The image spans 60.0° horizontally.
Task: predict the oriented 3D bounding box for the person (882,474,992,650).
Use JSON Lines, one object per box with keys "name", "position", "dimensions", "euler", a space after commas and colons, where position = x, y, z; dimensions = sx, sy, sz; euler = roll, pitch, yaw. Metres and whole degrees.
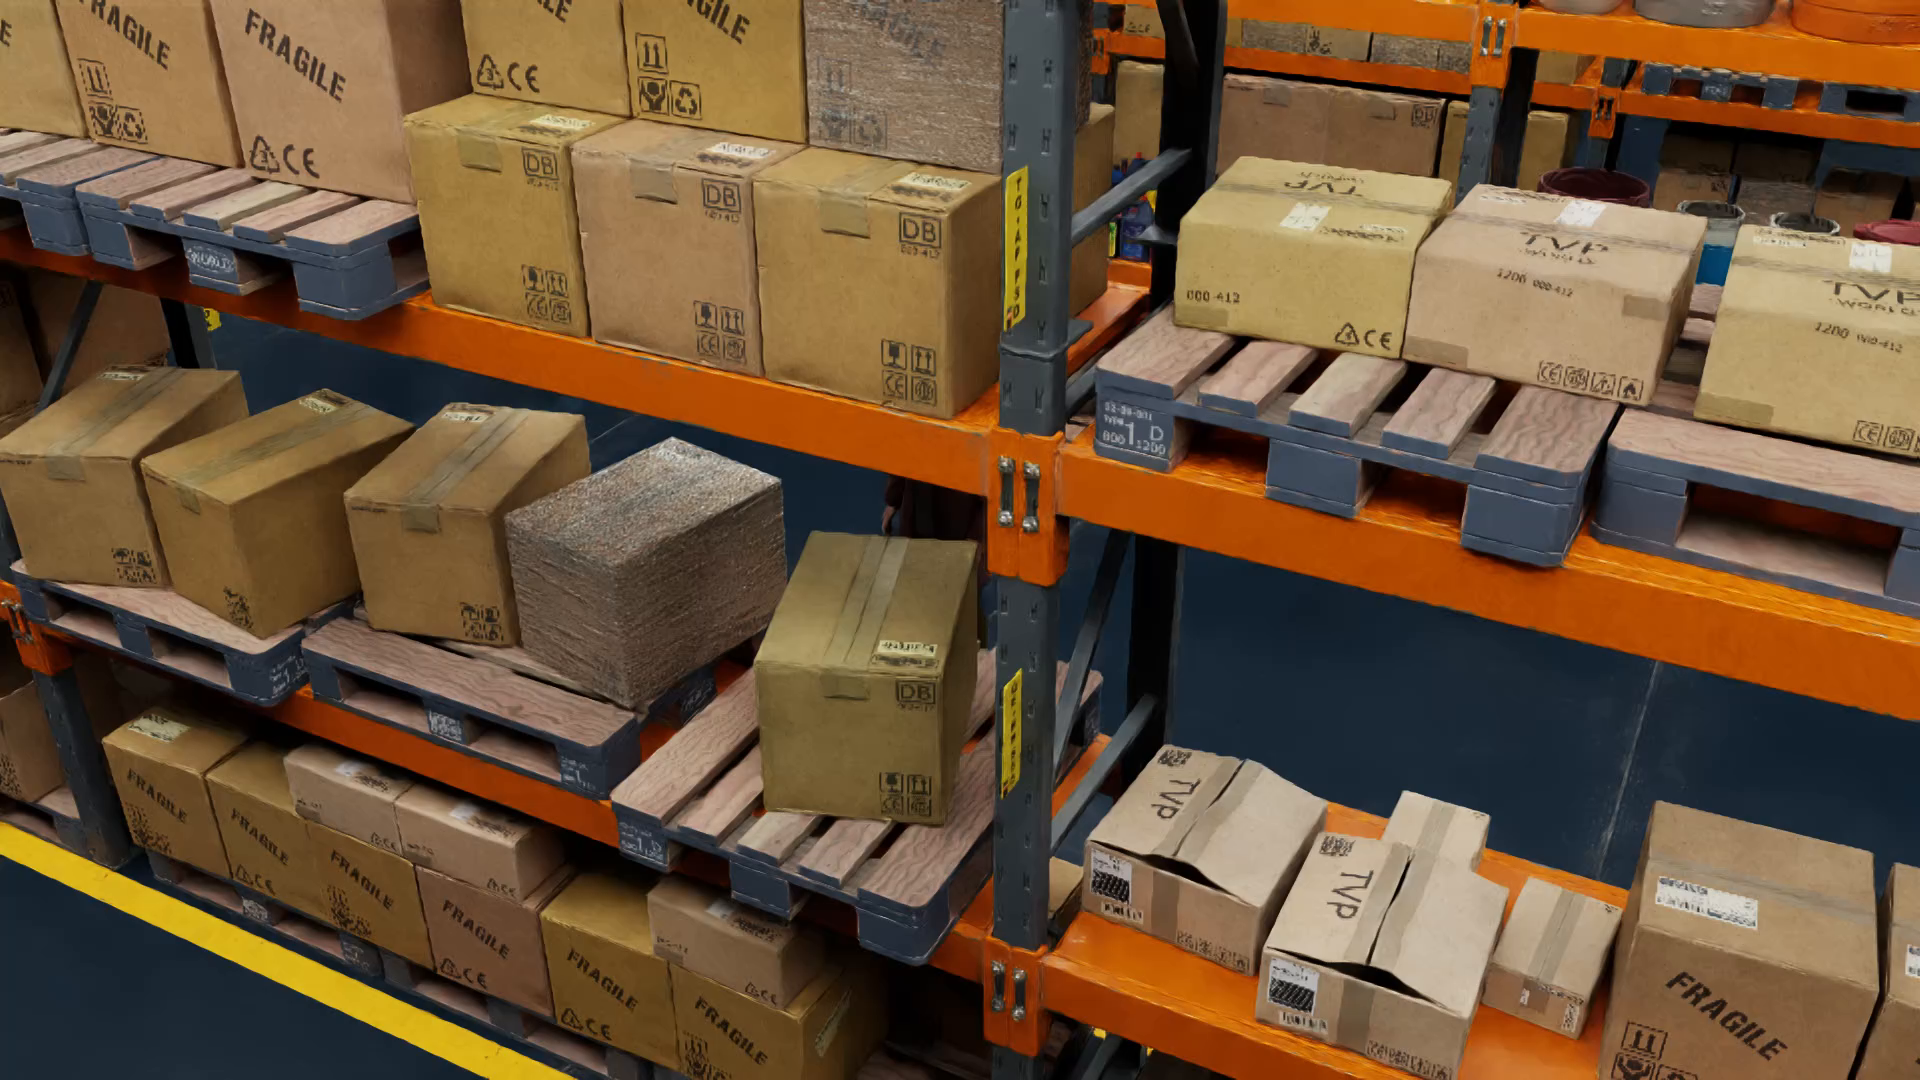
{"name": "person", "position": [-0.108, -0.034, 7.195], "dimensions": [0.634, 1.830, 0.435], "euler": [25, 38, 36]}
